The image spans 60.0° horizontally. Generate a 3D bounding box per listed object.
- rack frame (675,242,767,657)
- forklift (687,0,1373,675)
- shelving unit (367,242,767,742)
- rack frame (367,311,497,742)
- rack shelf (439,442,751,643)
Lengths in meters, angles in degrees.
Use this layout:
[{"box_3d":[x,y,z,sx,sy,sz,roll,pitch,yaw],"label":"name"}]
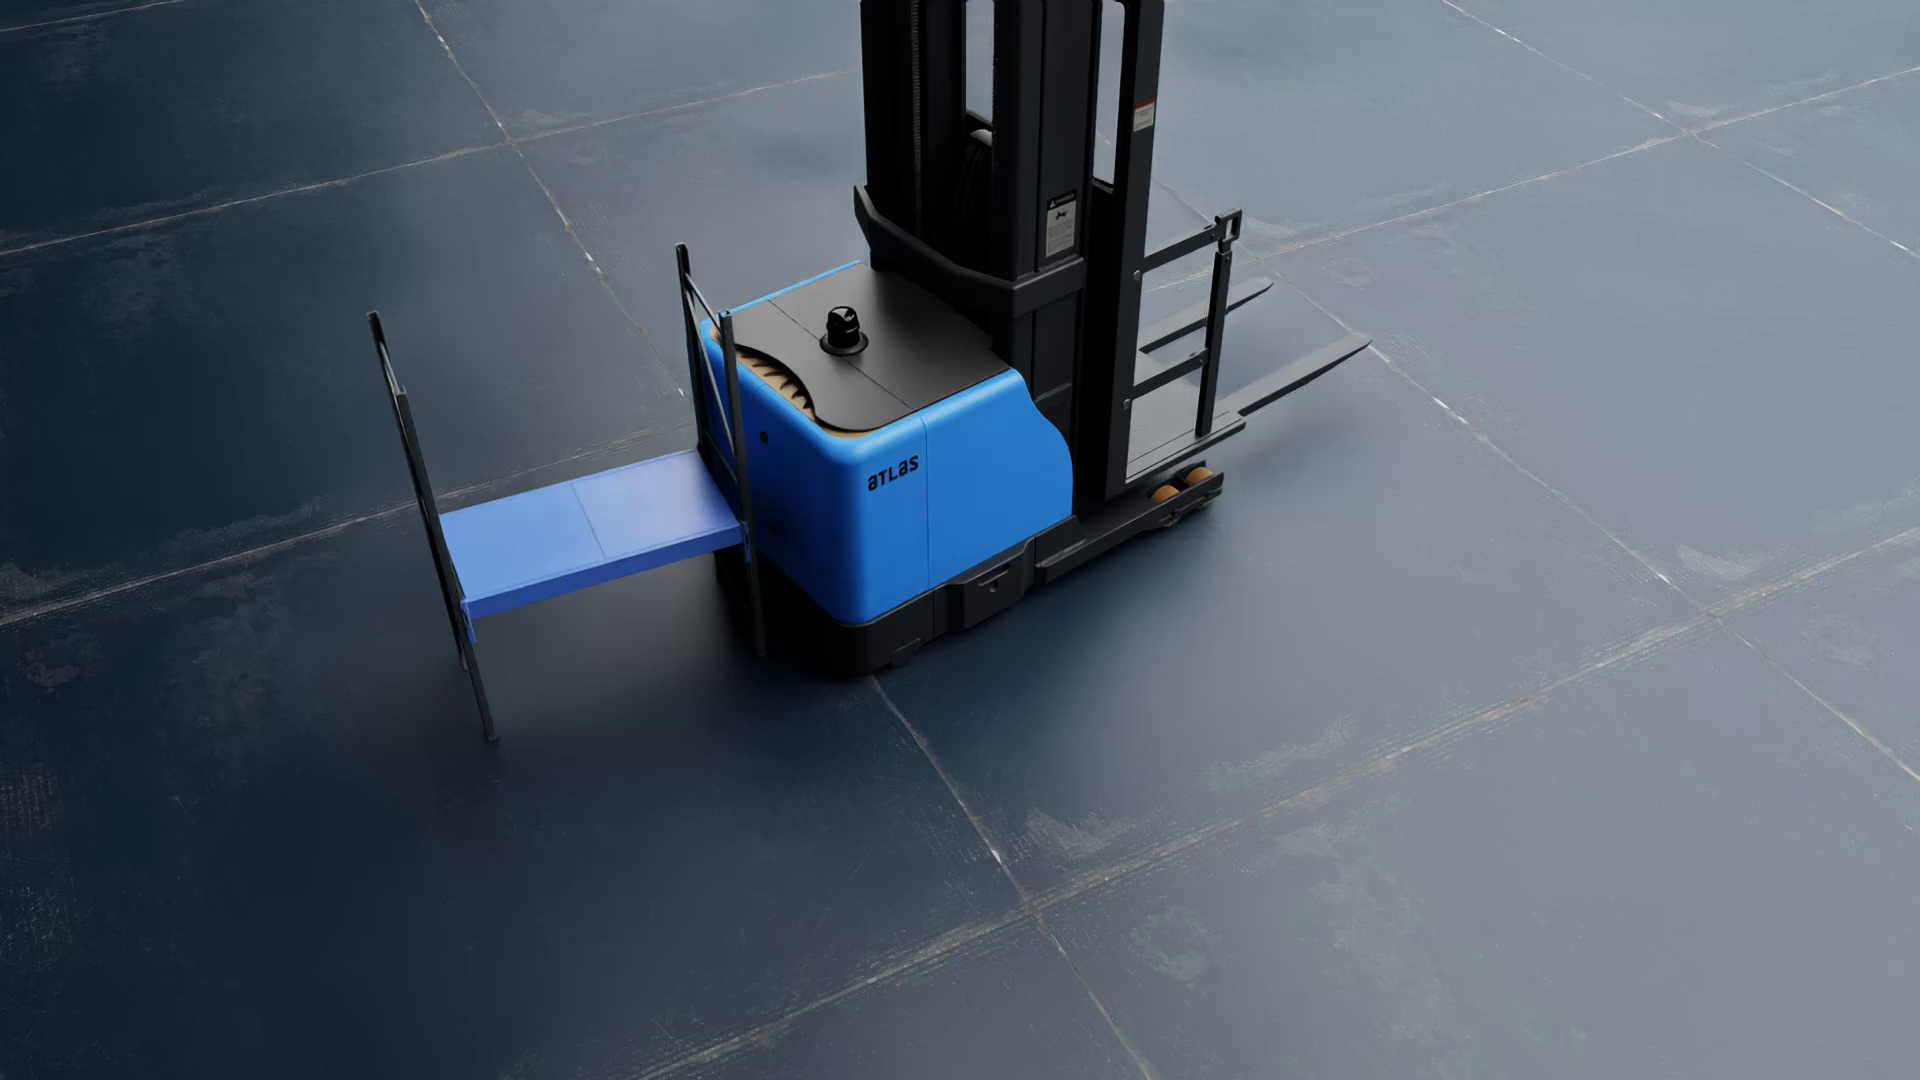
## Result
[{"box_3d":[-0.842,-0.283,5.923,0.032,1.500,0.500,-17,43,-19],"label":"rack frame"},{"box_3d":[0.465,-1.417,6.156,3.031,2.935,1.130,-27,47,-28],"label":"forklift"},{"box_3d":[-1.303,-0.145,5.760,1.048,1.500,0.538,-17,43,-19],"label":"shelving unit"},{"box_3d":[-1.765,-0.007,5.597,0.032,1.500,0.500,-17,43,-19],"label":"rack frame"},{"box_3d":[-1.303,-0.008,5.876,1.000,0.185,0.538,-17,43,-19],"label":"rack shelf"}]
